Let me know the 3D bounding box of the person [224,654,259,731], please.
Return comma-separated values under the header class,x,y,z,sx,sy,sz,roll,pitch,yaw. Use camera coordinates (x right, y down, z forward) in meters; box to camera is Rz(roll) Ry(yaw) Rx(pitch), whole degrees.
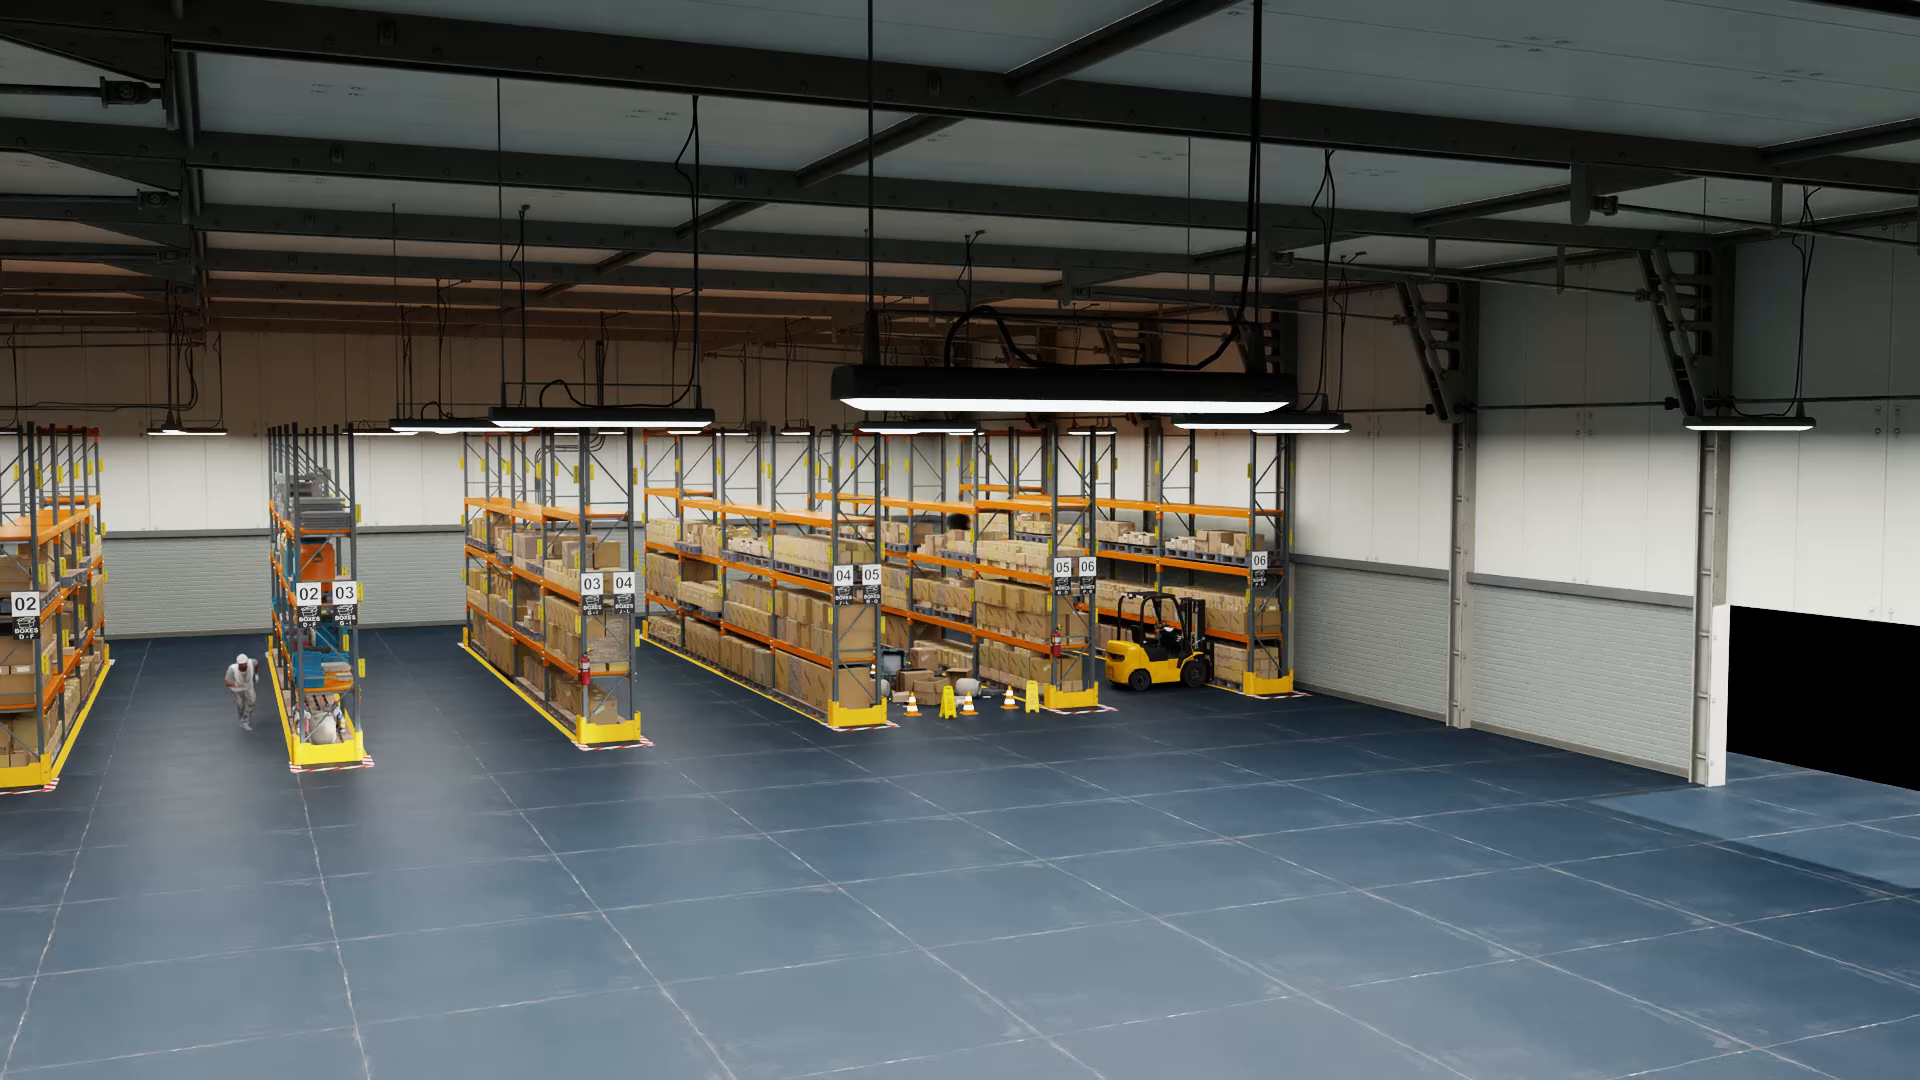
class,x,y,z,sx,sy,sz,roll,pitch,yaw
person,-14.154,2.964,32.759,0.678,1.545,1.177,-2,4,-32
